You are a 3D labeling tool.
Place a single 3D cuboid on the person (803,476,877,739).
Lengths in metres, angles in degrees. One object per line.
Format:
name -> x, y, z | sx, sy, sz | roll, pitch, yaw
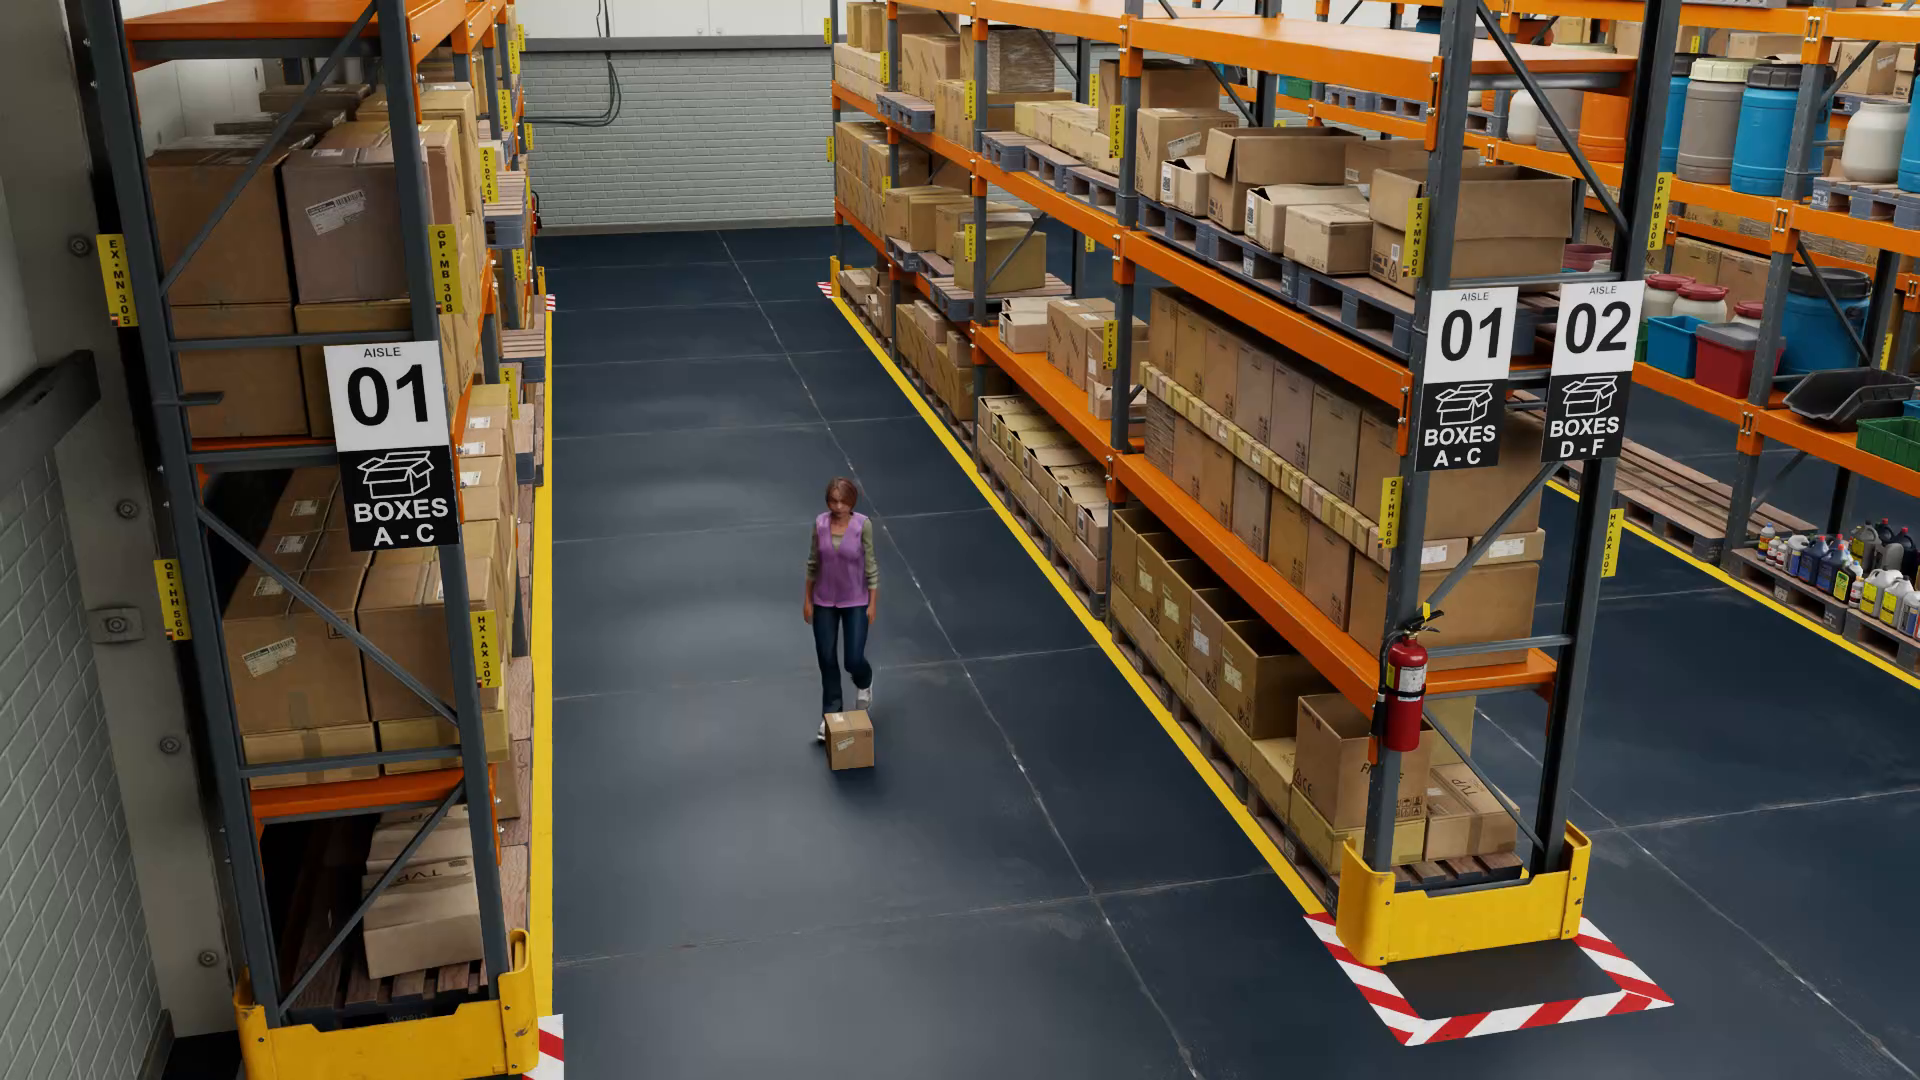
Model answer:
person -> -0.730, 0.396, 10.000 | 0.456, 1.586, 0.520 | 4, 20, 11
